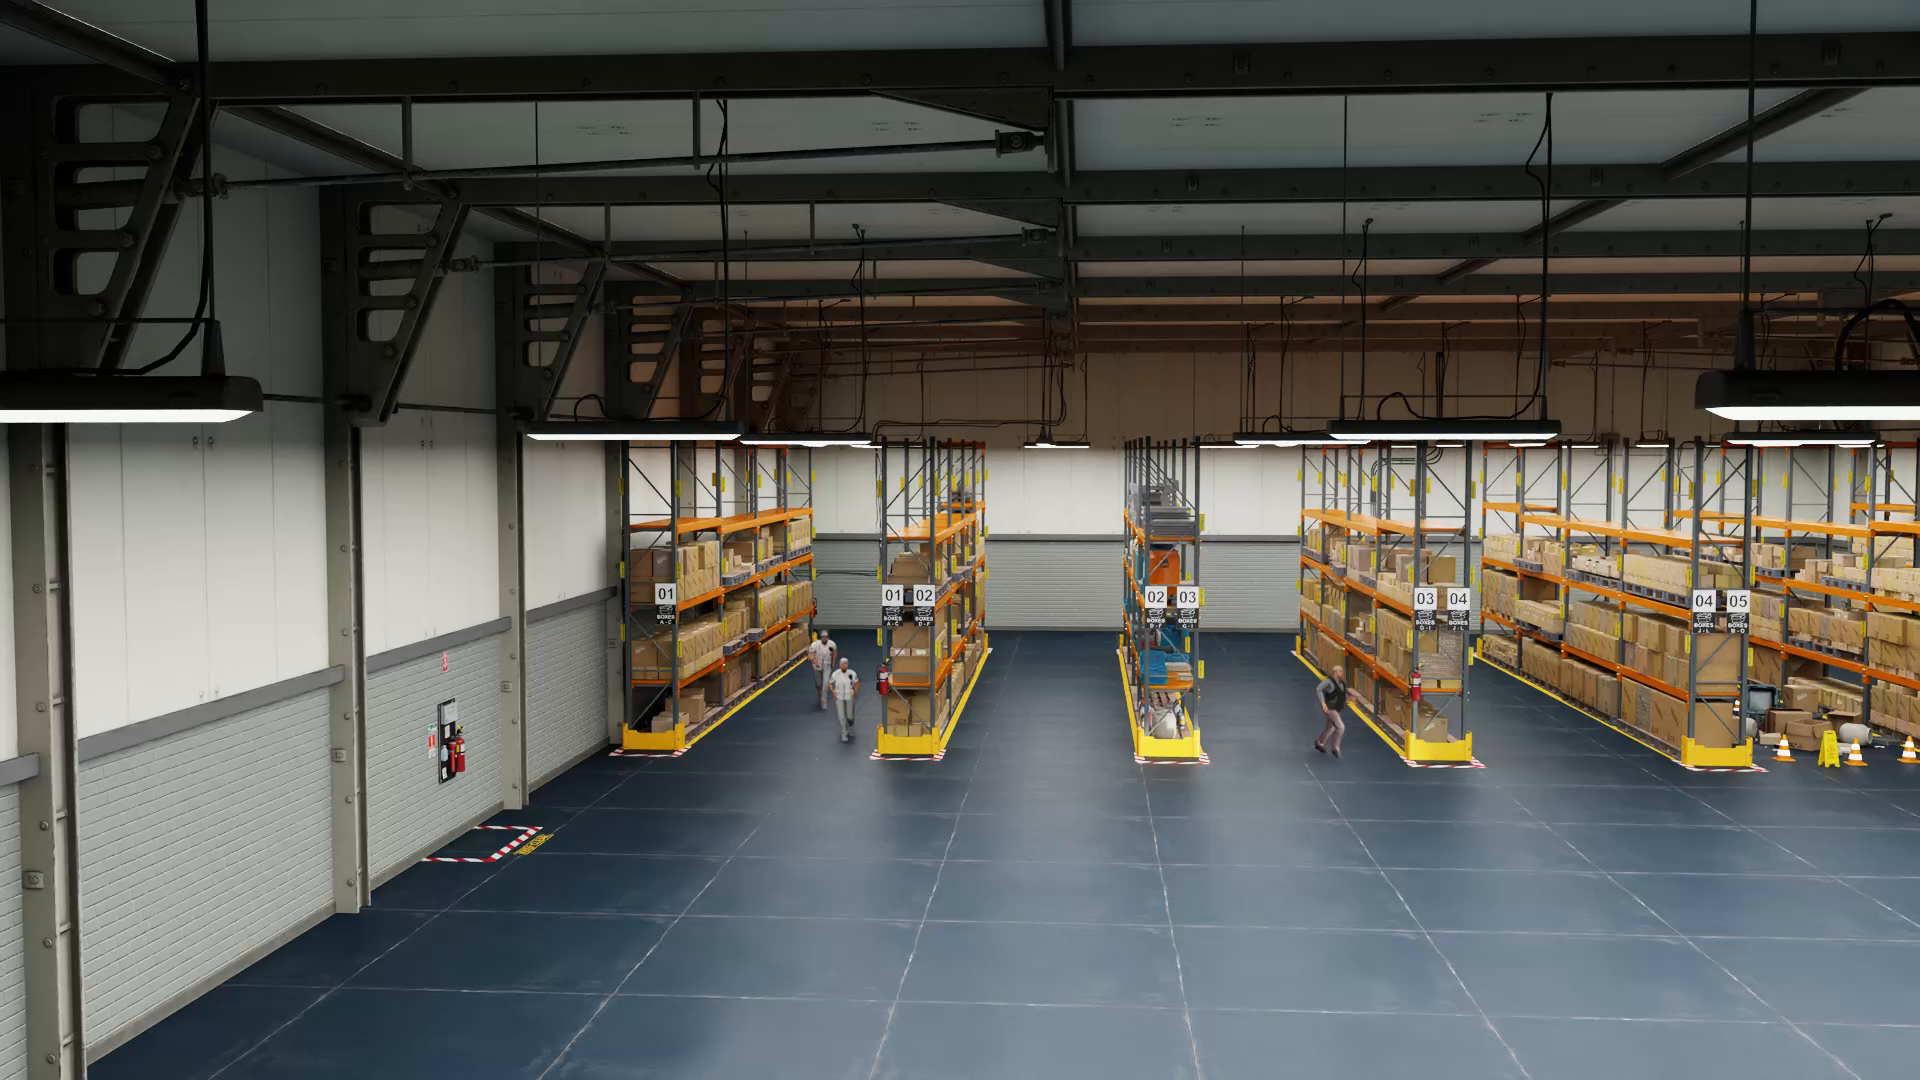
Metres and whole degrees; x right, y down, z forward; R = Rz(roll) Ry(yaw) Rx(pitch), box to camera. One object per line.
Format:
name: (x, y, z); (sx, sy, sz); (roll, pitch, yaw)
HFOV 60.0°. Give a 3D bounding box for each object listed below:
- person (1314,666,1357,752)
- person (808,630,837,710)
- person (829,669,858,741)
person: (6.986, 3.137, 31.102); (0.873, 1.596, 0.596); (3, 4, 42)
person: (-3.077, 2.877, 37.303); (0.662, 1.773, 1.076); (0, 3, -8)
person: (-2.319, 3.250, 33.031); (0.574, 1.426, 0.512); (0, 3, -3)
